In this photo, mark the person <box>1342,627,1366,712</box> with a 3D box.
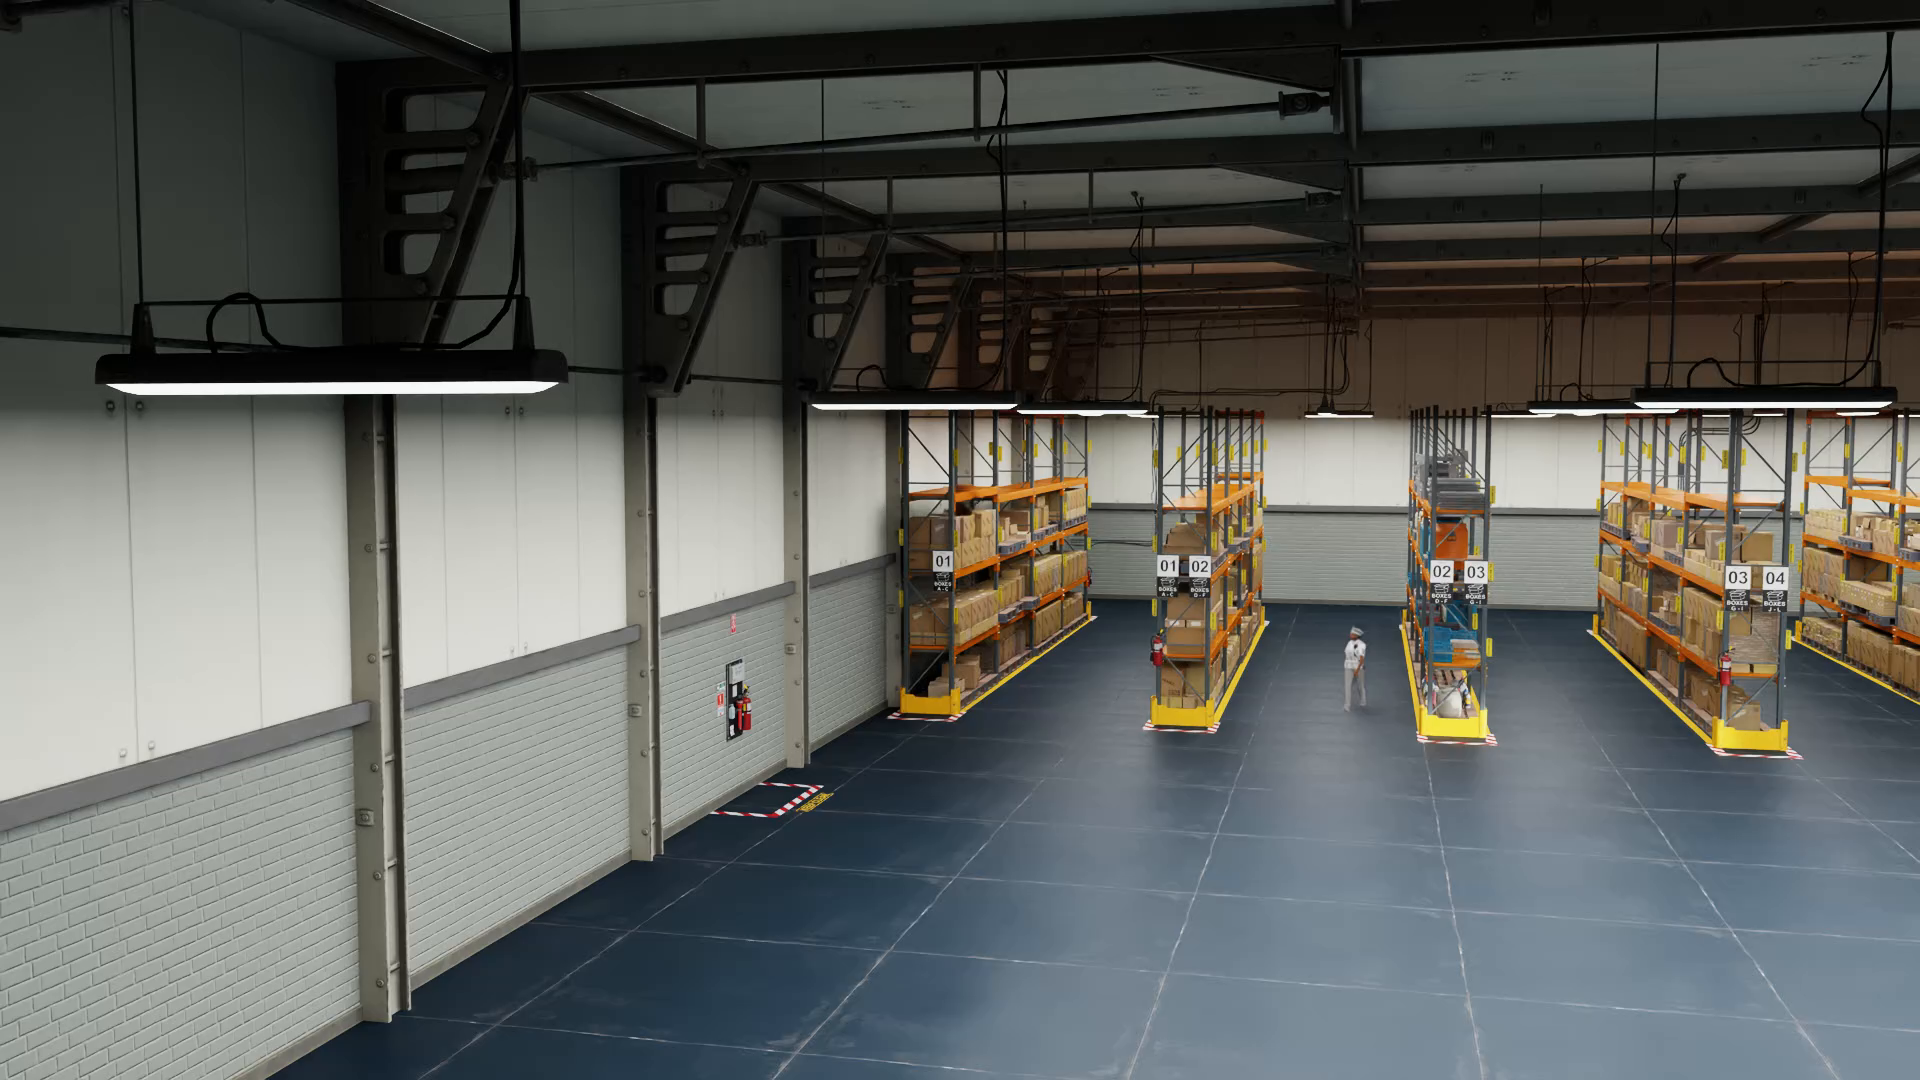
[{"bbox_3d":[7.801,2.536,32.870,0.417,1.647,0.956,2,5,25],"label":"person"}]
